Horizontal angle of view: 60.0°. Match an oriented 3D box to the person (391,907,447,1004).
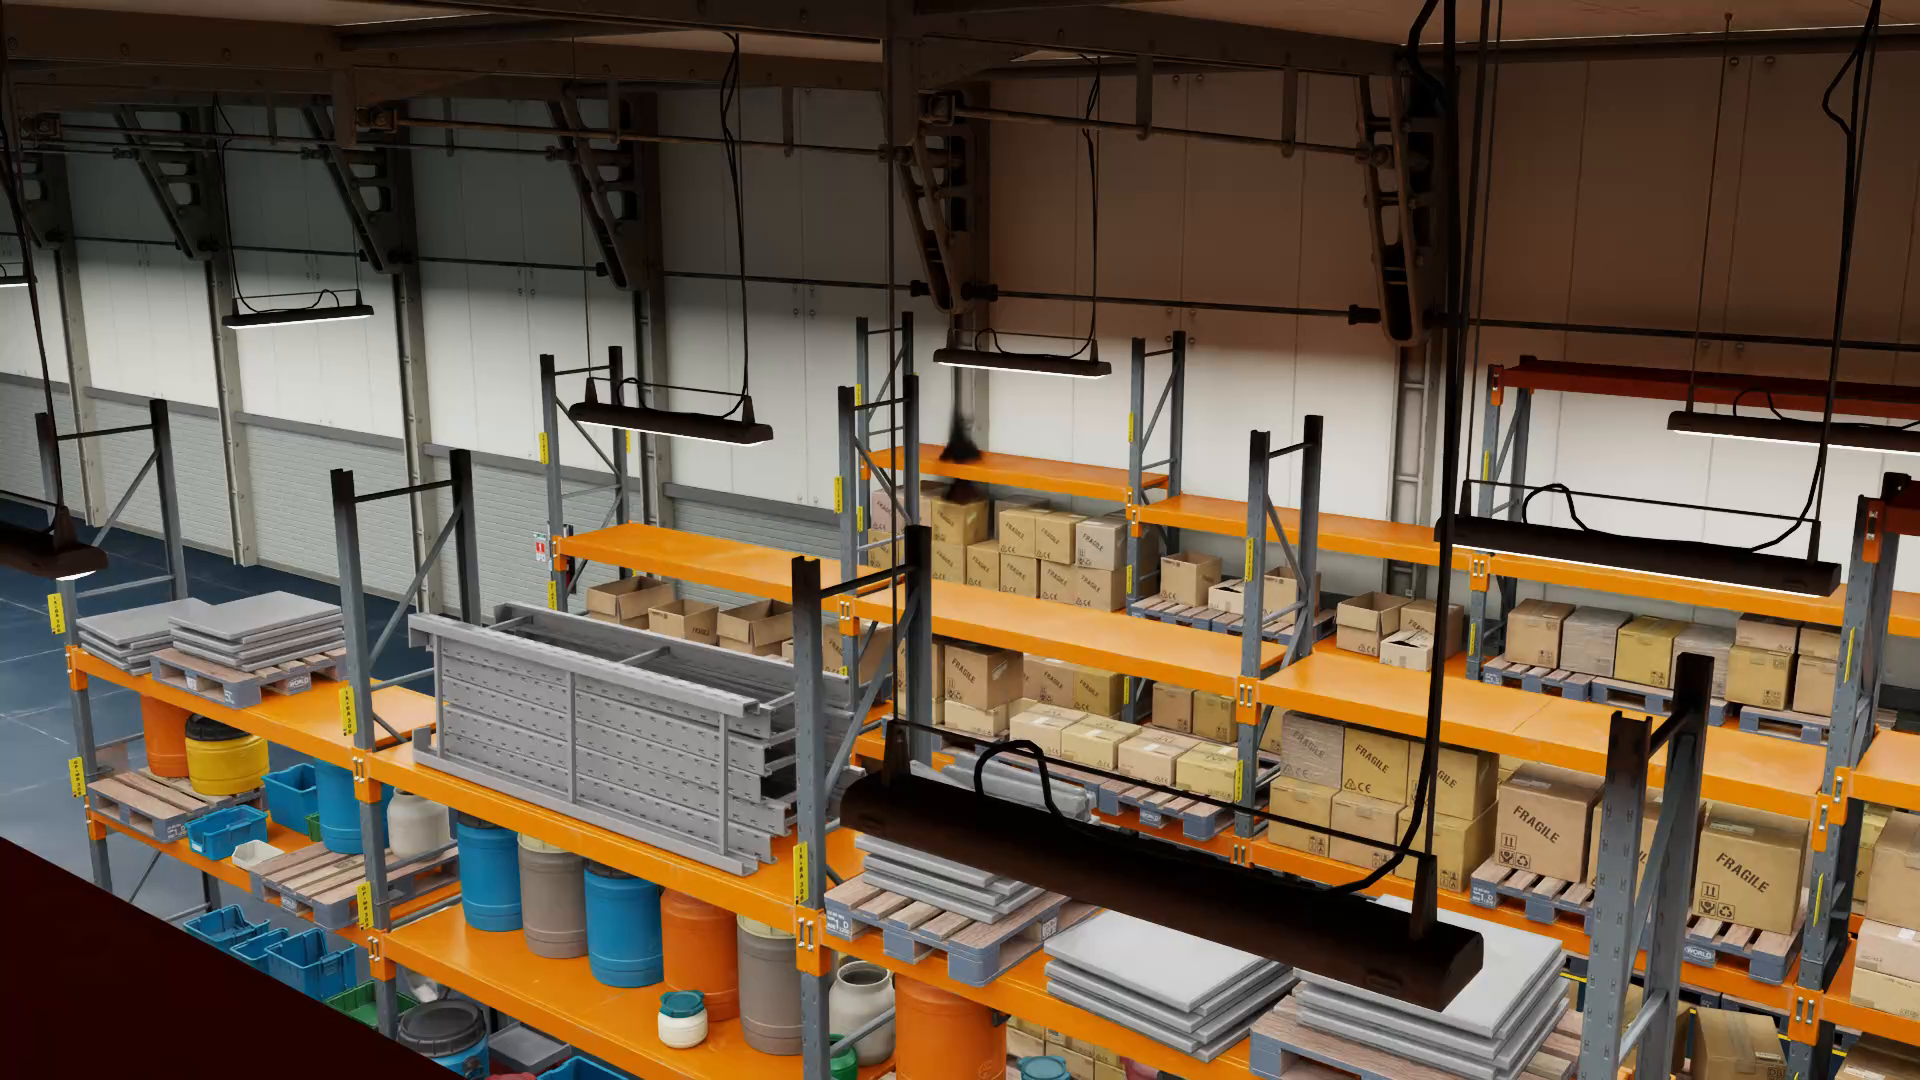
[{"bbox_3d":[-5.006,3.820,15.297,0.714,1.618,0.655,13,18,44],"label":"person"}]
